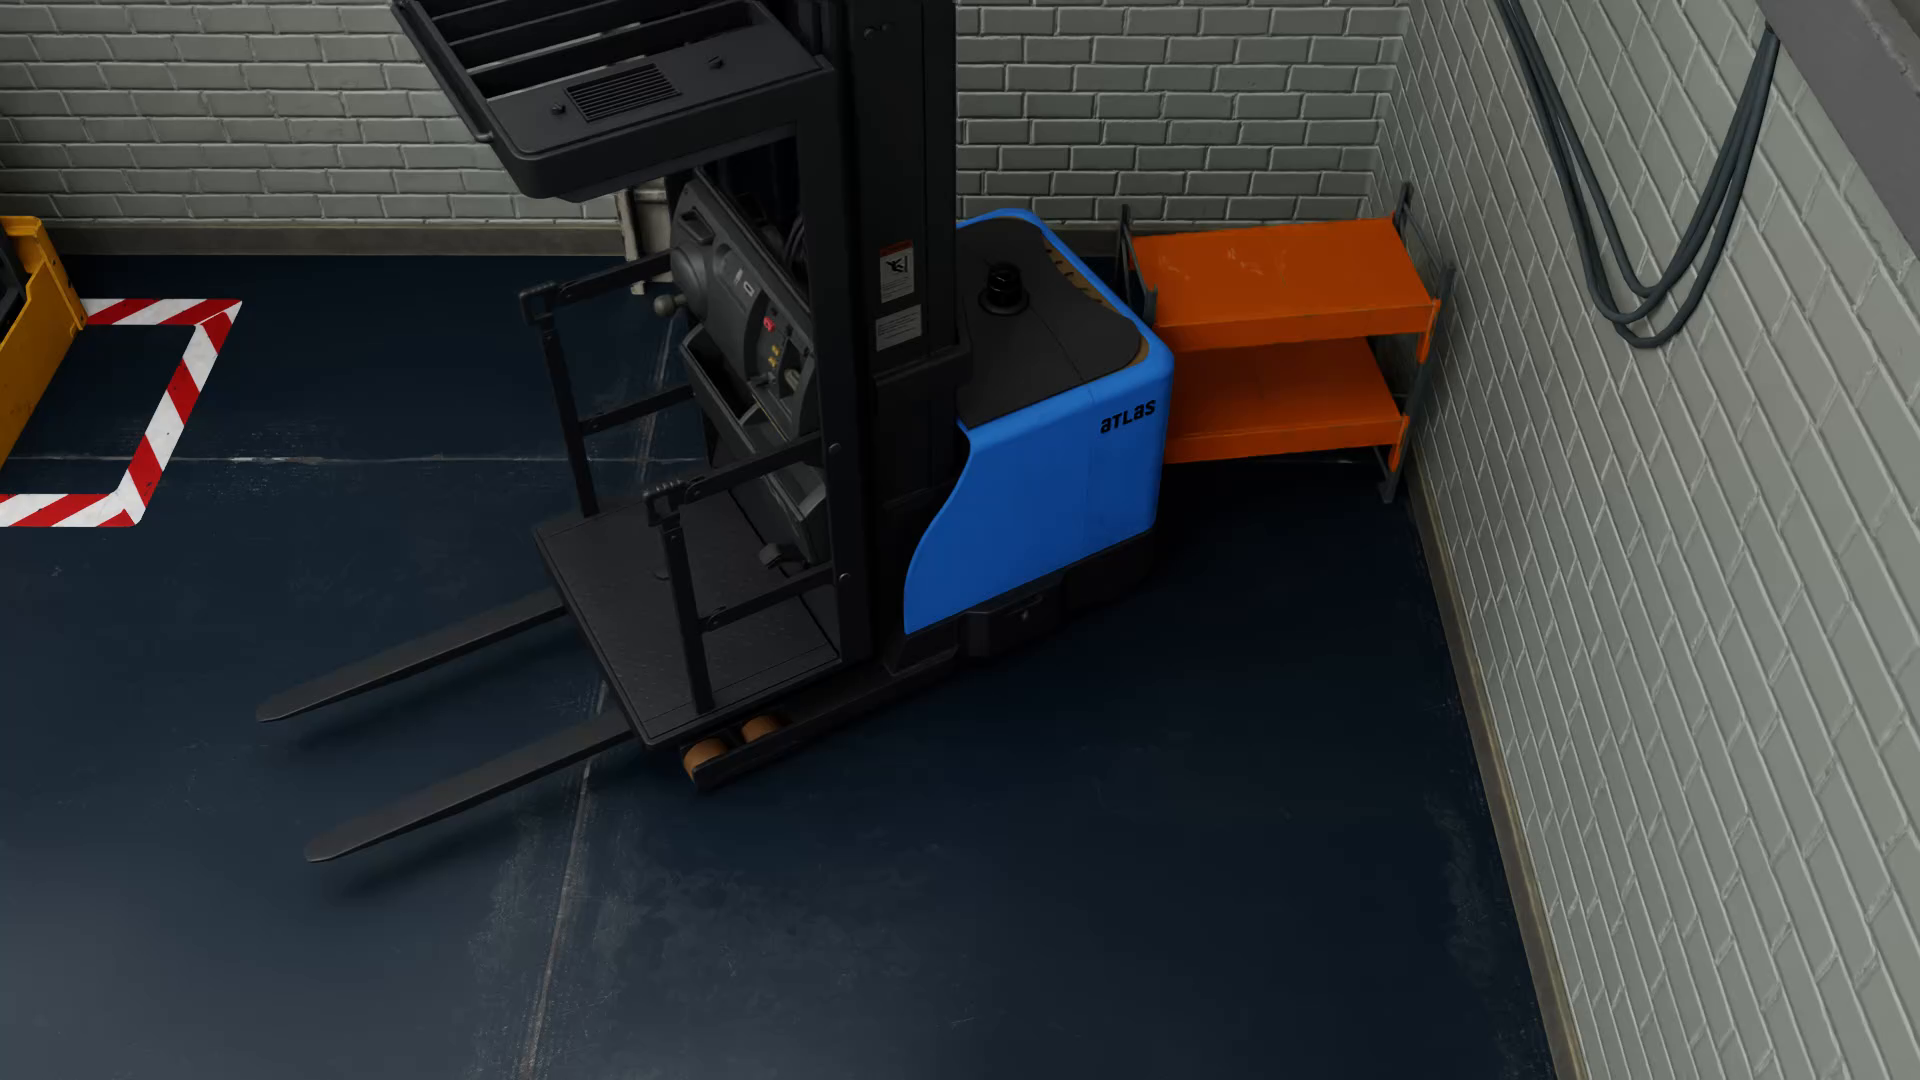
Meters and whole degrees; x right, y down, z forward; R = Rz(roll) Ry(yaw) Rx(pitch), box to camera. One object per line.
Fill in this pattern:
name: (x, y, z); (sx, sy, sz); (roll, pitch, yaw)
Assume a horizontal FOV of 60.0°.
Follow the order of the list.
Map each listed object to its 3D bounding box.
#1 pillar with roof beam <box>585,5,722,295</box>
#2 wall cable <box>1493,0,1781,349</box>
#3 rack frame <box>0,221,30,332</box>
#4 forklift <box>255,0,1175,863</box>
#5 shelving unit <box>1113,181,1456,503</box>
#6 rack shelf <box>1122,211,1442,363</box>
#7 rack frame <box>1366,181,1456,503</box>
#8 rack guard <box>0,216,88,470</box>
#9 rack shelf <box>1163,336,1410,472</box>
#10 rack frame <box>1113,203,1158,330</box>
pillar with roof beam: (-1.248, -1.097, 1.124); (0.400, 9.000, 9.100); (0, 47, 0)
wall cable: (1.720, -2.288, 4.353); (0.112, 2.526, 3.097); (0, 47, 0)
rack frame: (-3.935, -1.579, 5.670); (0.127, 3.000, 1.000); (0, 47, 0)
forklift: (-0.825, -0.631, 4.835); (3.031, 2.935, 1.130); (-23, 51, -20)
shelving unit: (1.110, -0.660, 6.096); (1.048, 1.125, 0.538); (-5, 47, -5)
rack shelf: (1.110, -0.860, 5.882); (1.000, 0.278, 0.538); (-5, 47, -5)
rack frame: (1.614, -0.707, 6.140); (0.032, 1.125, 0.500); (-5, 47, -5)
rack guard: (-3.911, -0.727, 6.585); (0.348, 0.500, 1.175); (0, 47, 0)
rack shelf: (1.110, -0.494, 6.275); (1.000, 0.278, 0.538); (-5, 47, -5)
rack frame: (0.606, -0.613, 6.052); (0.032, 1.125, 0.500); (-5, 47, -5)
